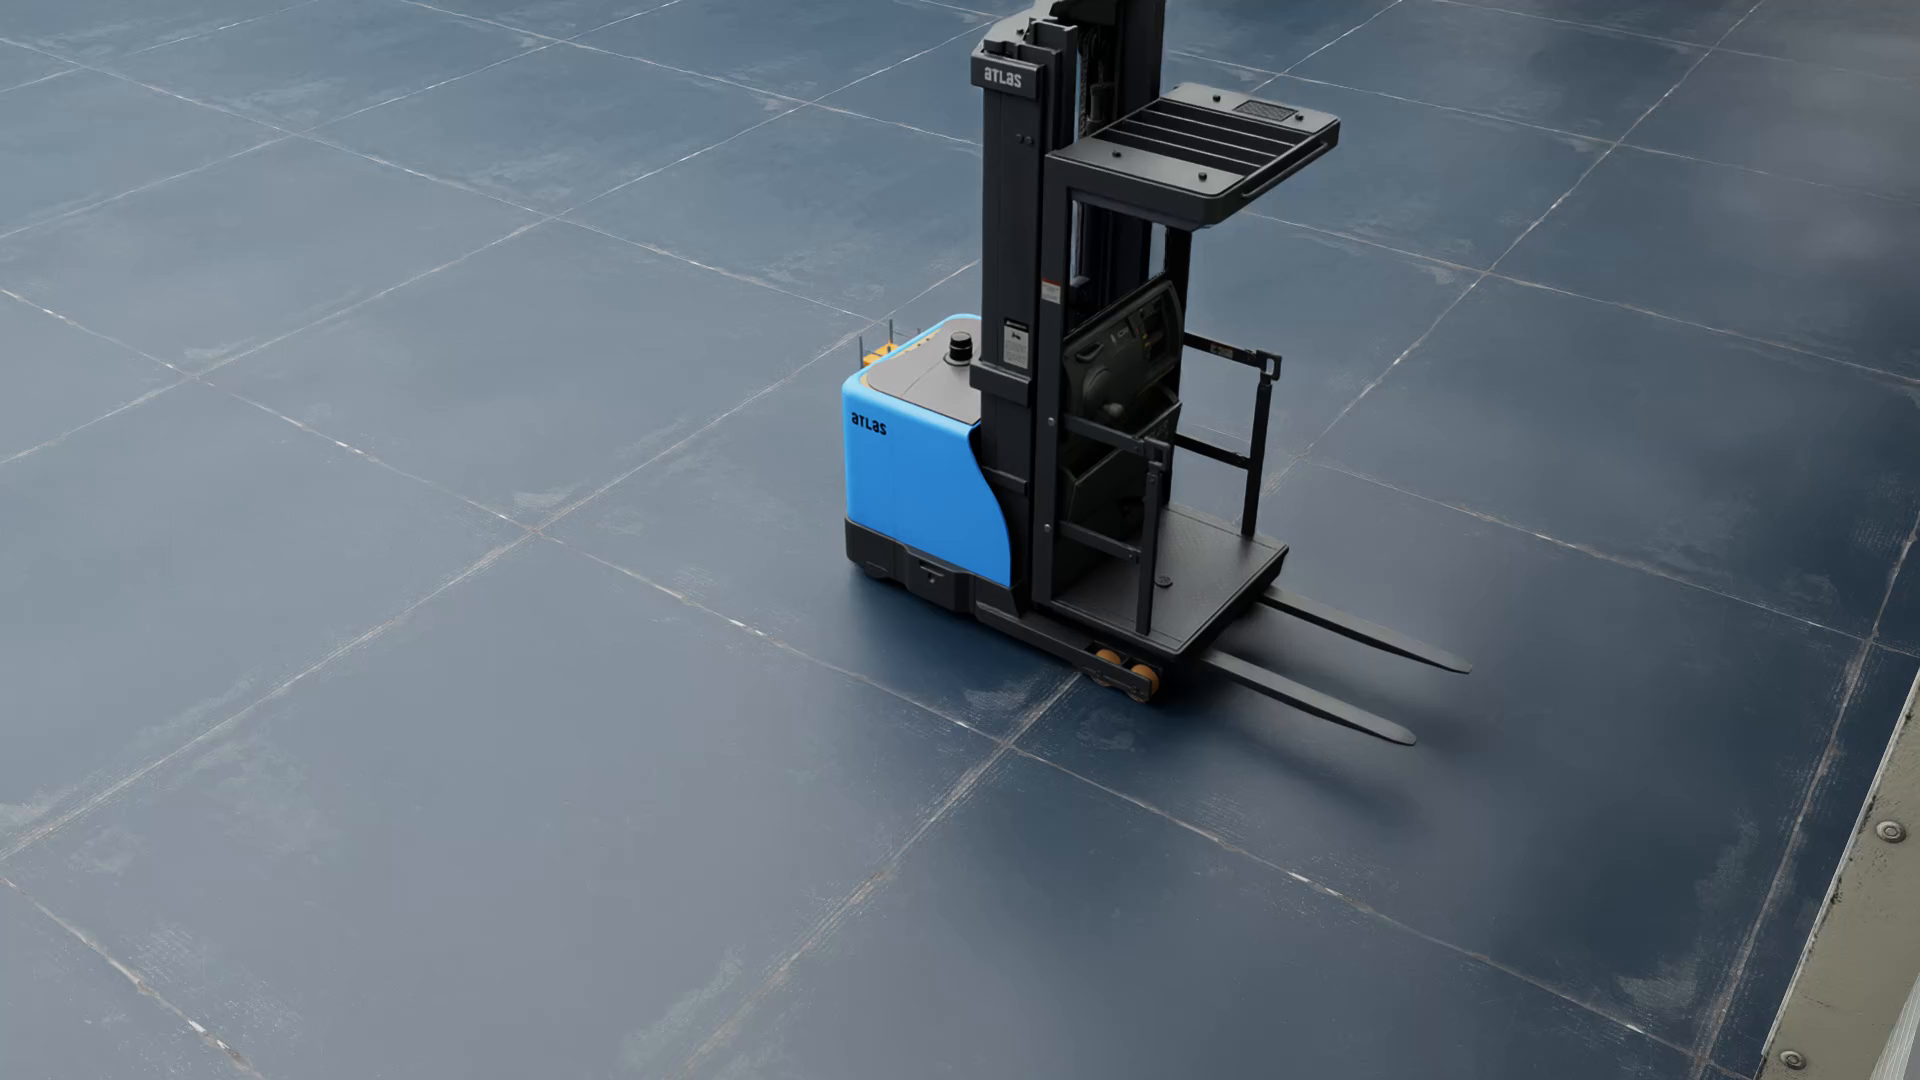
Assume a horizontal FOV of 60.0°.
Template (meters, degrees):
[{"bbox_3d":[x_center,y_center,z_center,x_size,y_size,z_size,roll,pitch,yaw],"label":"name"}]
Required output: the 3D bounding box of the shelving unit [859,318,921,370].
[{"bbox_3d":[-0.356,-0.620,8.730,0.215,1.050,0.252,22,40,29],"label":"shelving unit"}]

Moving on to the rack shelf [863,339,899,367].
[{"bbox_3d":[-0.356,-0.847,8.577,0.215,0.259,0.240,22,40,29],"label":"rack shelf"}]

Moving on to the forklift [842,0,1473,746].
[{"bbox_3d":[0.903,-0.810,7.331,3.031,2.935,1.130,22,40,29],"label":"forklift"}]

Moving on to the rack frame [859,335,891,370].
[{"bbox_3d":[-0.428,-0.565,8.649,0.200,1.050,0.008,22,40,29],"label":"rack frame"}]

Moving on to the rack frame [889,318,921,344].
[{"bbox_3d":[-0.283,-0.675,8.812,0.200,1.050,0.008,22,40,29],"label":"rack frame"}]

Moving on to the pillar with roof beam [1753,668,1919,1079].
[{"bbox_3d":[-0.599,-3.131,5.346,9.100,9.000,0.400,21,39,28],"label":"pillar with roof beam"}]
